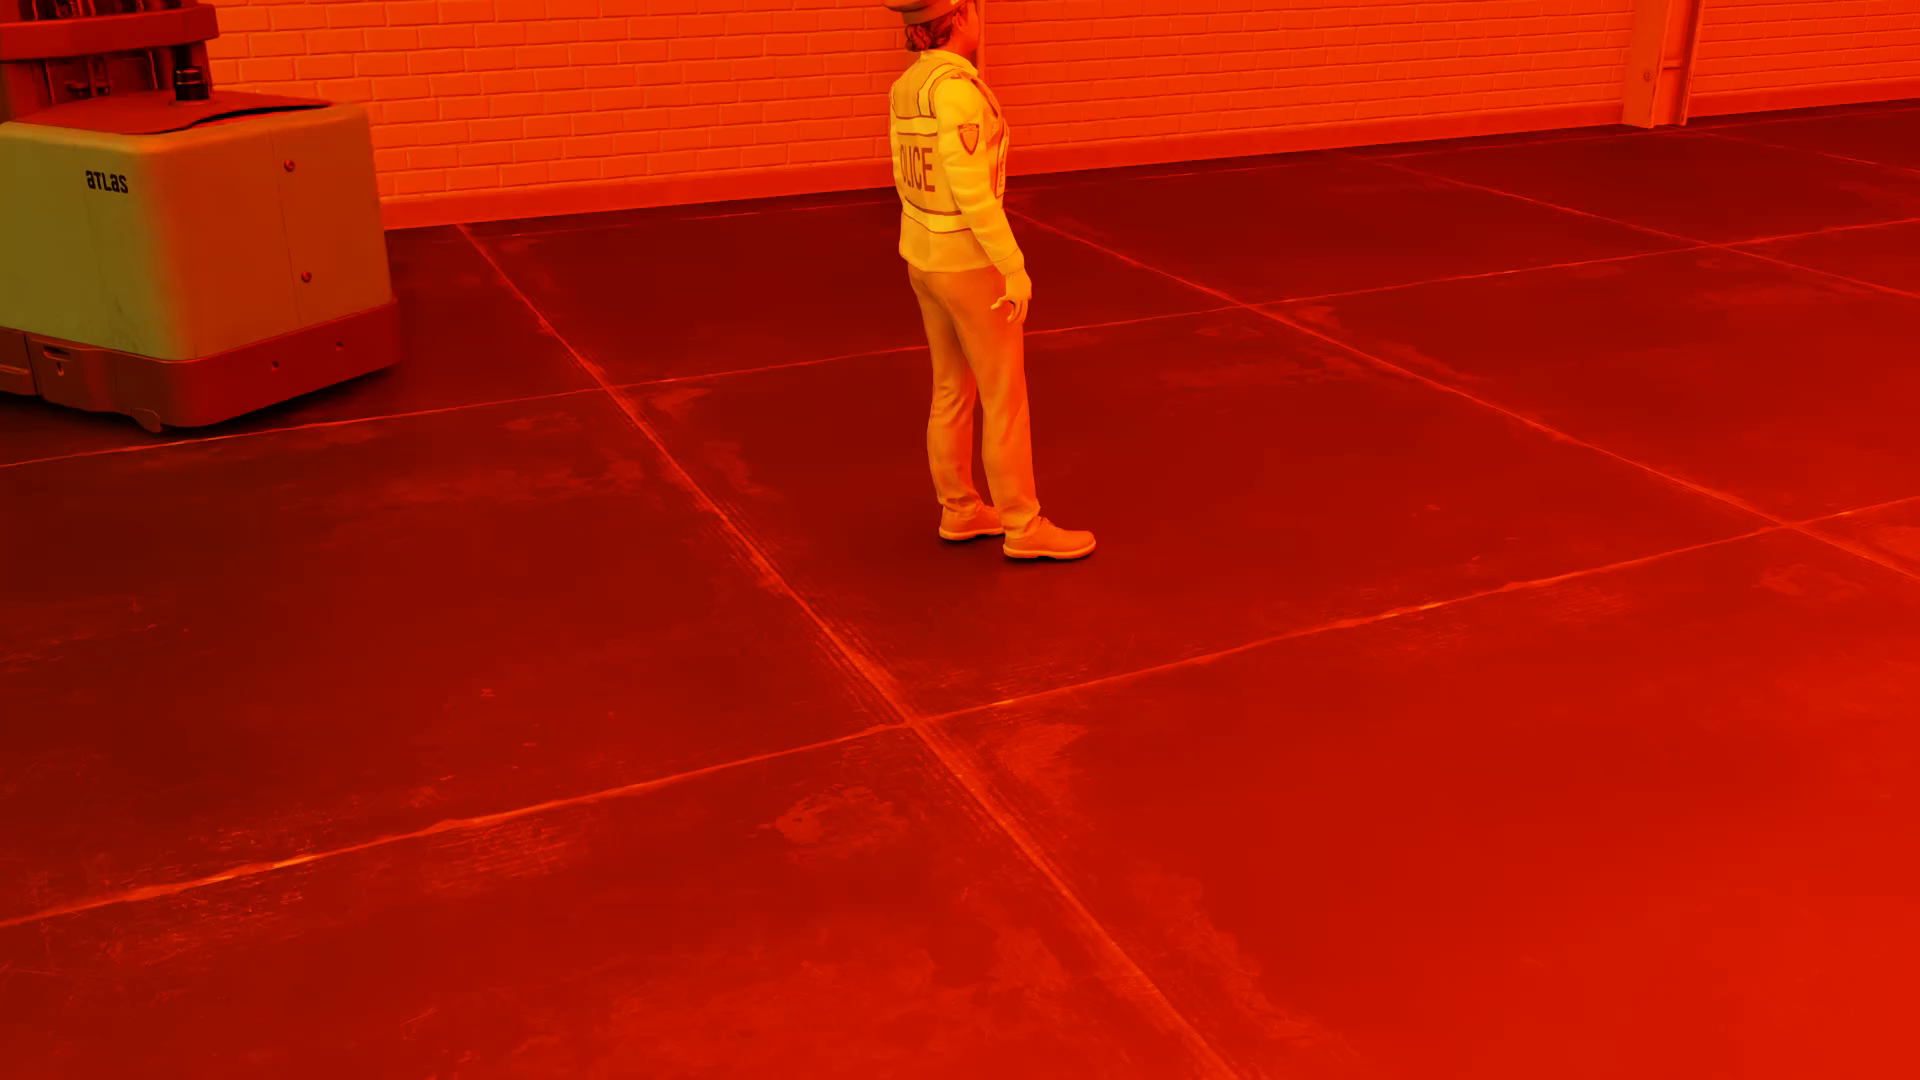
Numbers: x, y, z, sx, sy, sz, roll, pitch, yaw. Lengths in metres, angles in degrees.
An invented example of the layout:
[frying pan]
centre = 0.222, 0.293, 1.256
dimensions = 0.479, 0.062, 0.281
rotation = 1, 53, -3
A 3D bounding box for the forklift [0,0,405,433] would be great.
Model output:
[forklift]
centre = -3.764, -2.126, 6.405
dimensions = 3.031, 2.935, 1.130
rotation = 12, 25, 26

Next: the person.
[person]
centre = 0.065, -0.798, 4.800
dimensions = 0.530, 1.694, 0.586
rotation = -10, 25, -23
